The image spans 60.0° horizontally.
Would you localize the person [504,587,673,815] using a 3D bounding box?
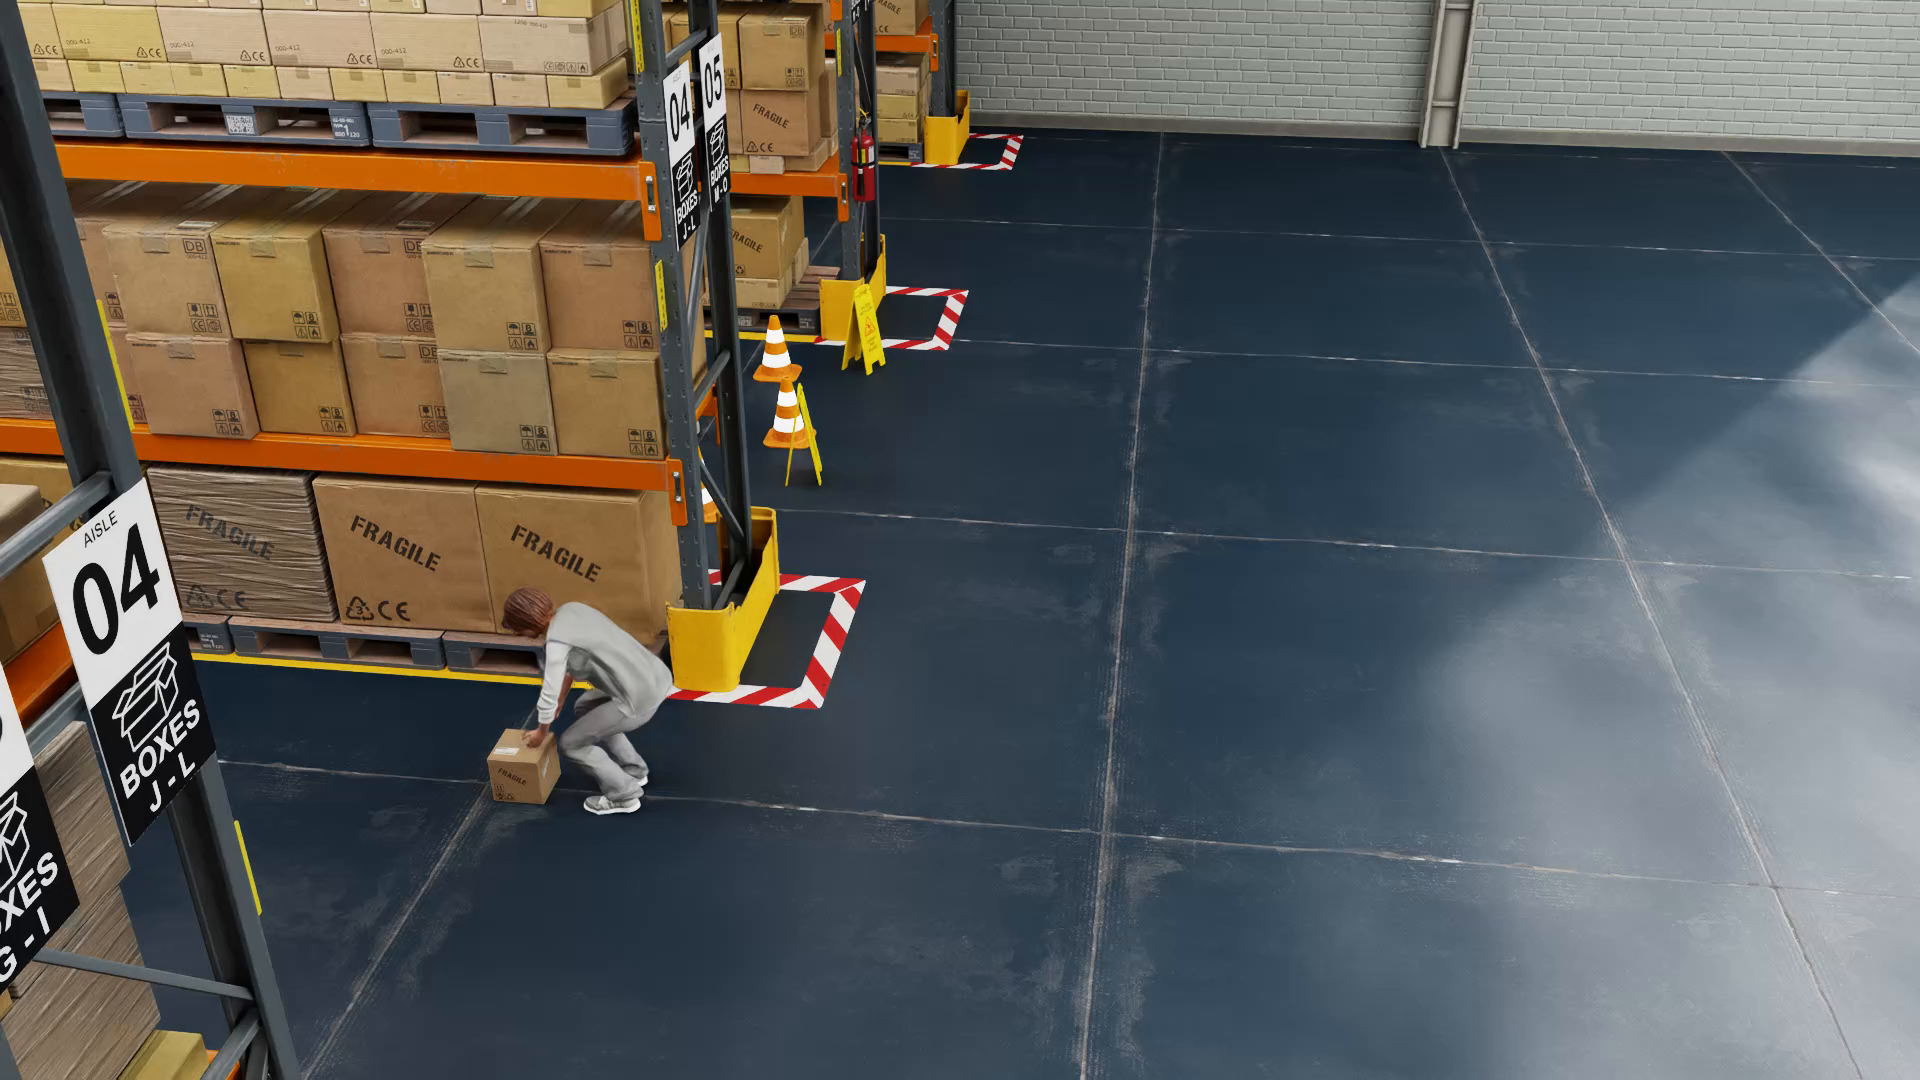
[{"bbox_3d":[-1.707,0.751,7.744,0.725,1.143,0.461,3,29,6],"label":"person"}]
